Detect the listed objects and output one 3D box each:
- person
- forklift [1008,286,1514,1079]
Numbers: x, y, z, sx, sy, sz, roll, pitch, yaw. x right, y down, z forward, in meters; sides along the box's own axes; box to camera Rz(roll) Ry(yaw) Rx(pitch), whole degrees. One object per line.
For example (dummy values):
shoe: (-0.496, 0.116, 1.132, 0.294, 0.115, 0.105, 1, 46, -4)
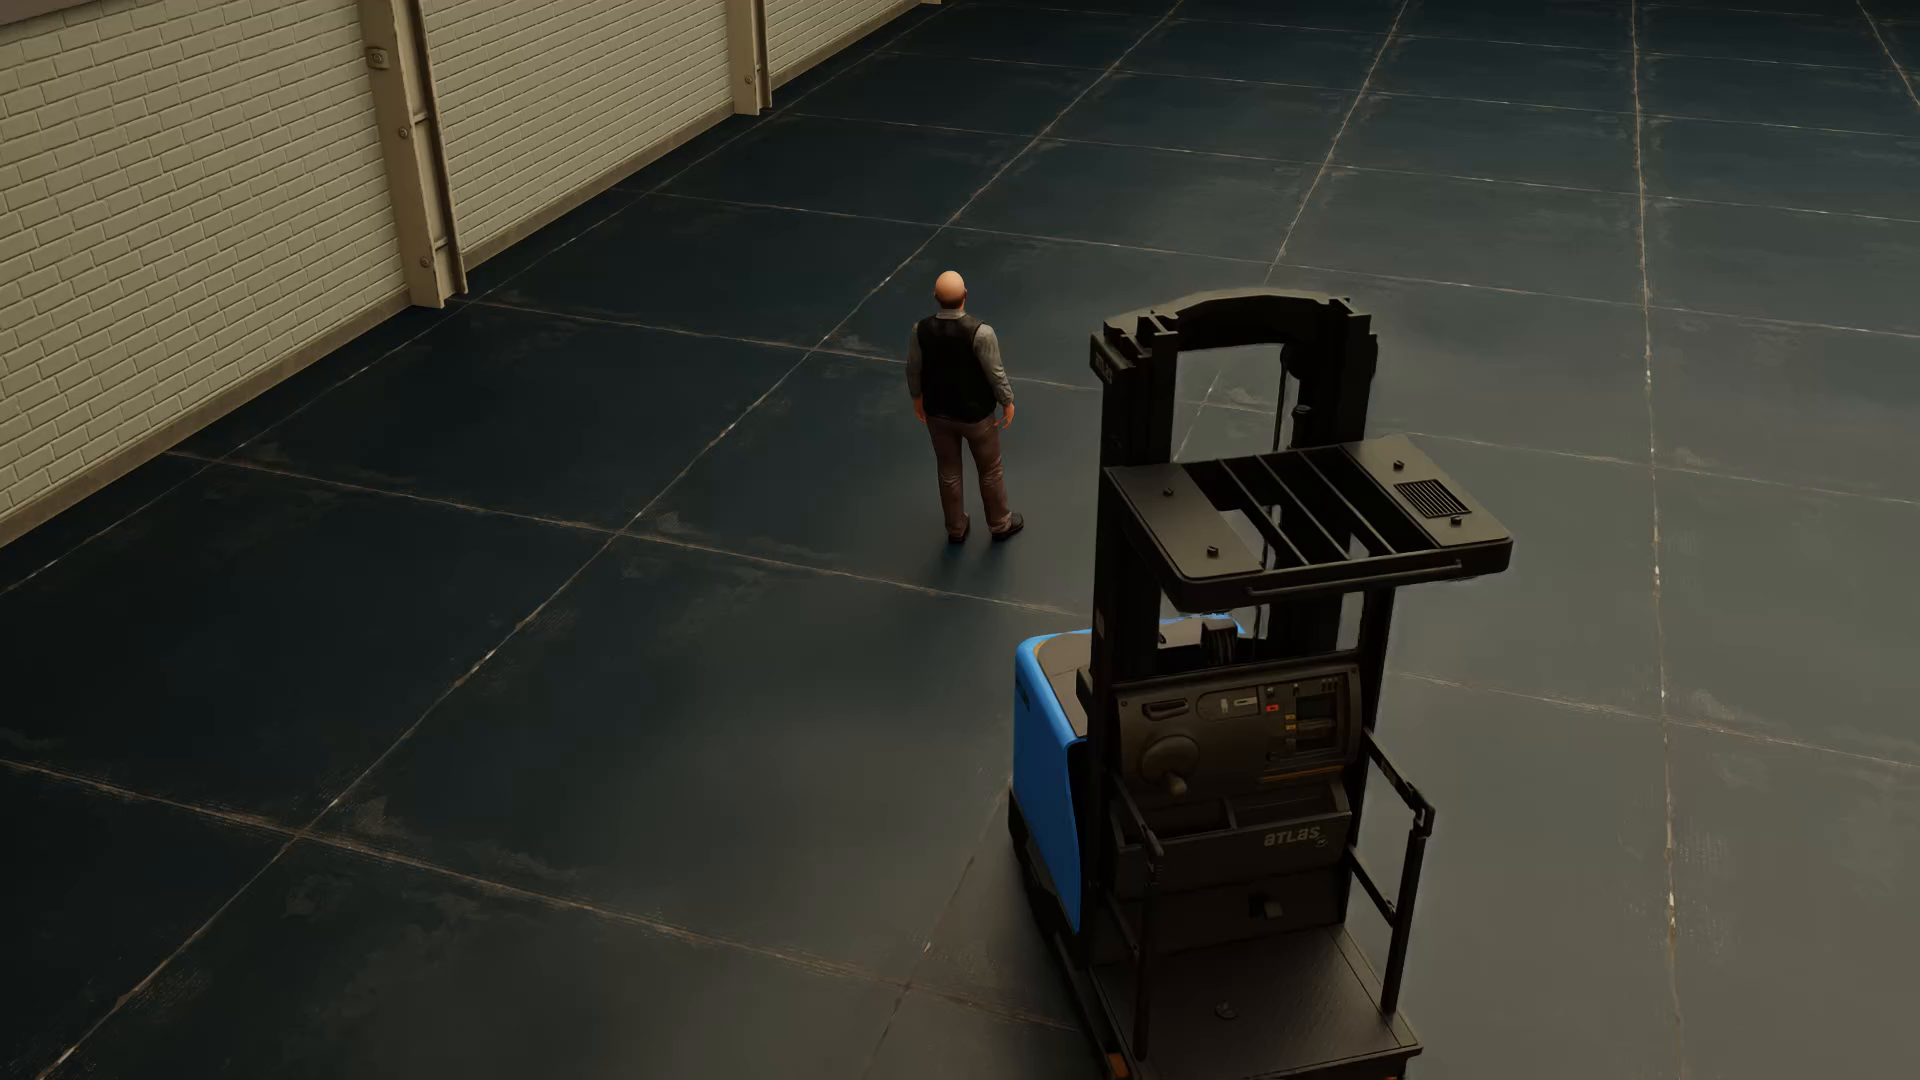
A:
person: (0.027, -0.783, 9.716, 0.633, 1.722, 0.566, 10, 31, 16)
forklift: (1.070, 0.735, 5.848, 1.130, 2.935, 3.031, -7, 30, -12)
